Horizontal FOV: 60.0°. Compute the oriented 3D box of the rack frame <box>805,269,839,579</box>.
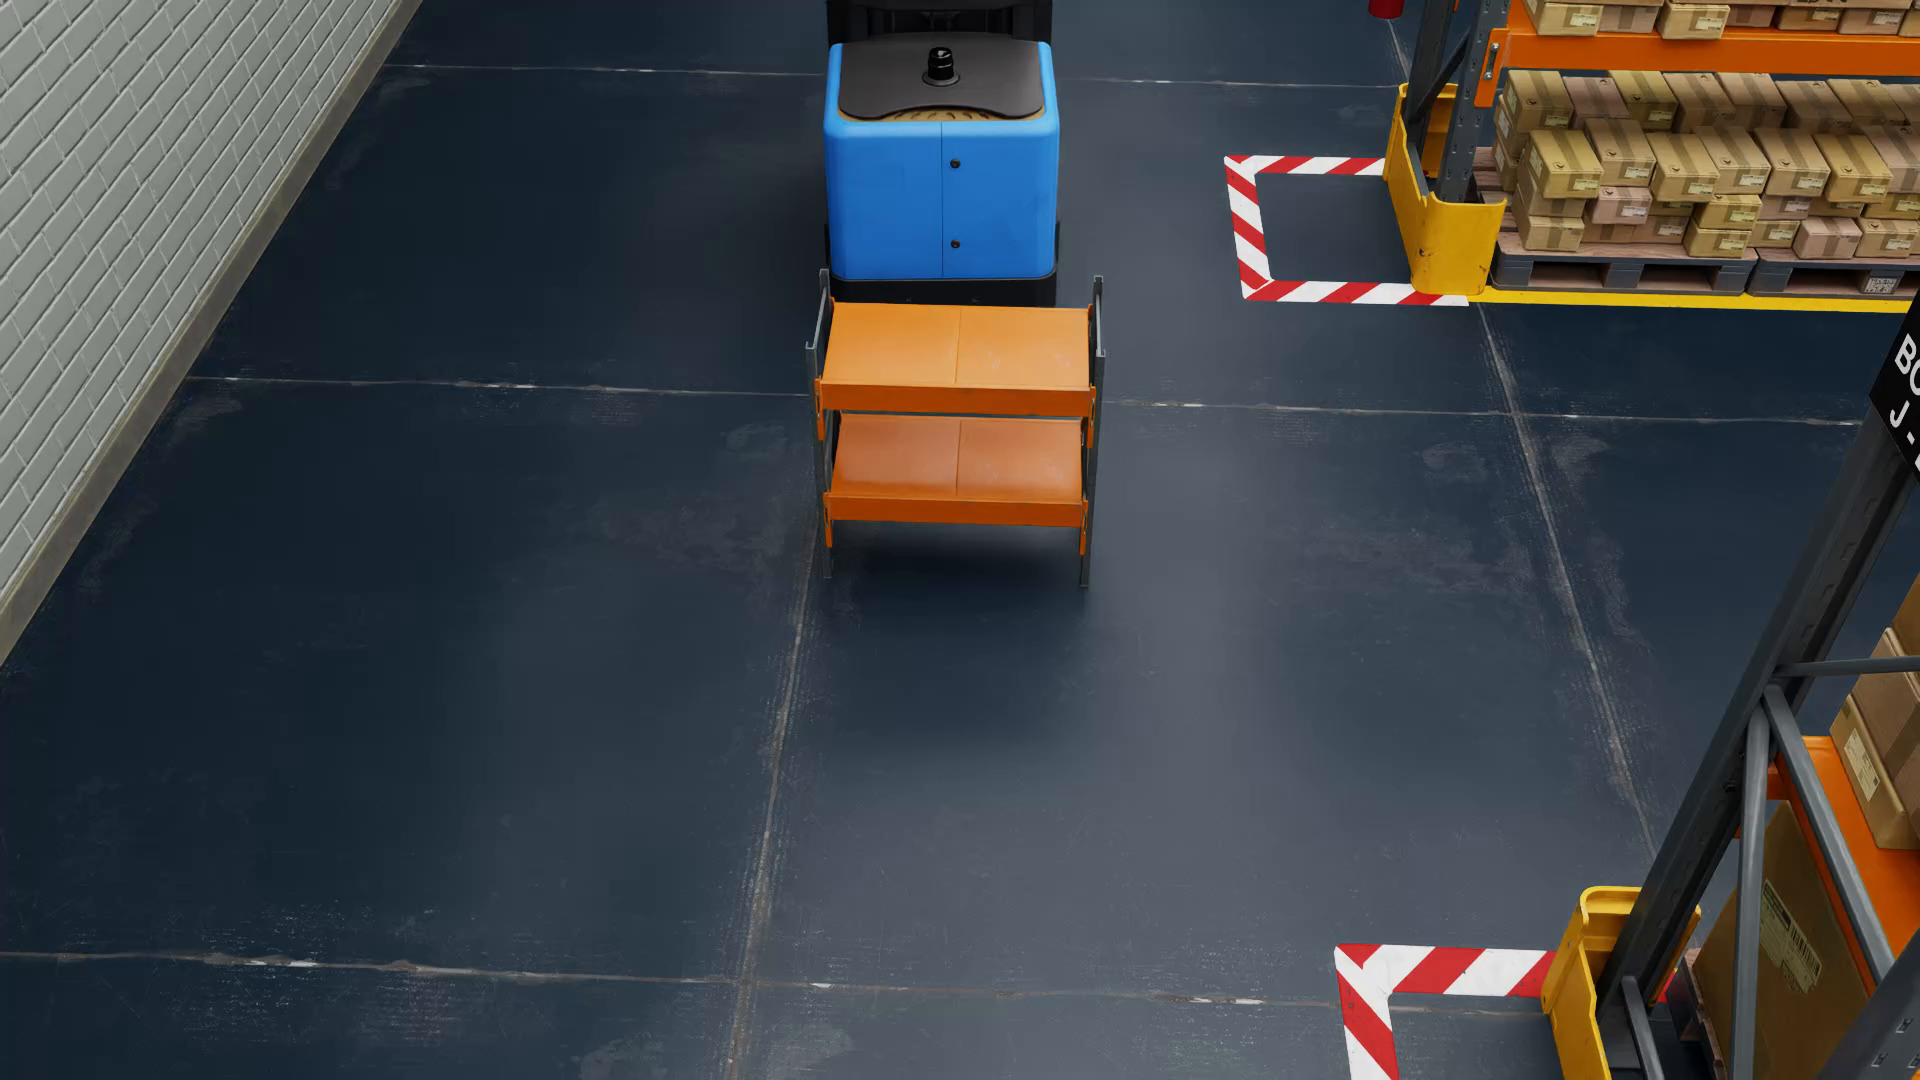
[{"bbox_3d":[-0.515,-0.427,6.384,0.032,1.125,0.500,2,43,2],"label":"rack frame"}]

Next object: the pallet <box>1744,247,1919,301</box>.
[{"bbox_3d":[4.417,-1.568,8.279,1.213,0.211,1.003,2,43,2],"label":"pallet"}]

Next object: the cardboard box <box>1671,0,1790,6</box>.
[{"bbox_3d":[3.287,-2.624,7.074,0.500,0.500,0.500,2,43,2],"label":"cardboard box"}]

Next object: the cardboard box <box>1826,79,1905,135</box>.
[{"bbox_3d":[4.416,-2.102,8.153,0.250,0.149,0.380,2,43,2],"label":"cardboard box"}]

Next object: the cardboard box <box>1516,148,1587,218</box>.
[{"bbox_3d":[2.827,-1.708,7.948,0.250,0.149,0.380,3,43,4],"label":"cardboard box"}]

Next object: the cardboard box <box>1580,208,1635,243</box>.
[{"bbox_3d":[3.089,-1.604,8.054,0.250,0.149,0.380,2,43,2],"label":"cardboard box"}]

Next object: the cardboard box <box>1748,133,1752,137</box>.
[{"bbox_3d":[3.892,-2.055,8.321,0.250,0.149,0.380,2,43,3],"label":"cardboard box"}]

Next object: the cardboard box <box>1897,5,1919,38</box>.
[{"bbox_3d":[4.185,-2.341,7.247,0.250,0.149,0.380,3,43,3],"label":"cardboard box"}]

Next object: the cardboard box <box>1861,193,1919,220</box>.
[{"bbox_3d":[4.410,-1.693,7.932,0.250,0.149,0.380,4,43,4],"label":"cardboard box"}]

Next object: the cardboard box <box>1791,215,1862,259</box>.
[{"bbox_3d":[4.092,-1.508,7.952,0.250,0.149,0.380,0,43,0],"label":"cardboard box"}]

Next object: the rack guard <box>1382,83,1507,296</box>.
[{"bbox_3d":[2.391,-1.762,8.275,0.348,0.500,1.175,2,43,2],"label":"rack guard"}]

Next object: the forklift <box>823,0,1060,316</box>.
[{"bbox_3d":[-0.103,-3.057,7.882,1.130,2.935,3.031,-1,43,-1],"label":"forklift"}]

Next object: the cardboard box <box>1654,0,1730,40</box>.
[{"bbox_3d":[3.146,-2.330,7.235,0.250,0.149,0.380,1,43,1],"label":"cardboard box"}]

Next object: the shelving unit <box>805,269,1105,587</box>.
[{"bbox_3d":[-0.007,-0.412,6.367,1.048,1.125,0.538,2,43,2],"label":"shelving unit"}]

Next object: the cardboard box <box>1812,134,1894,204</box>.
[{"bbox_3d":[4.139,-1.733,7.757,0.250,0.149,0.380,2,43,3],"label":"cardboard box"}]

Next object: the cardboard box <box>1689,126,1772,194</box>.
[{"bbox_3d":[3.602,-1.787,7.815,0.250,0.149,0.380,0,43,0],"label":"cardboard box"}]

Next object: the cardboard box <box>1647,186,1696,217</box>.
[{"bbox_3d":[3.347,-1.714,7.954,0.250,0.149,0.380,2,43,2],"label":"cardboard box"}]

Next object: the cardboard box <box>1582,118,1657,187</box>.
[{"bbox_3d":[3.104,-1.834,7.865,0.250,0.149,0.380,2,43,3],"label":"cardboard box"}]

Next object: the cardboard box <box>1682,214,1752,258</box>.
[{"bbox_3d":[3.588,-1.518,7.962,0.250,0.149,0.380,2,43,2],"label":"cardboard box"}]

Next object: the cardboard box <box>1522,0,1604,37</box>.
[{"bbox_3d":[2.624,-2.354,7.261,0.250,0.149,0.380,1,43,2],"label":"cardboard box"}]

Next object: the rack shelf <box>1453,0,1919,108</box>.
[{"bbox_3d":[4.313,-2.355,7.605,4.000,0.370,1.077,2,43,2],"label":"rack shelf"}]

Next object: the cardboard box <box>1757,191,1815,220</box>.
[{"bbox_3d":[3.867,-1.688,7.927,0.250,0.149,0.380,0,43,0],"label":"cardboard box"}]

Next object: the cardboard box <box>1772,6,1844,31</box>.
[{"bbox_3d":[3.682,-2.390,7.300,0.250,0.149,0.380,1,43,1],"label":"cardboard box"}]

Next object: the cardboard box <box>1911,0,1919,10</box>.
[{"bbox_3d":[4.285,-2.589,7.037,0.500,0.500,0.500,1,43,1],"label":"cardboard box"}]

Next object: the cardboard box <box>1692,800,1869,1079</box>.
[{"bbox_3d":[2.634,1.284,4.422,0.875,0.875,0.875,2,43,2],"label":"cardboard box"}]

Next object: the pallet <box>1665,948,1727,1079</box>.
[{"bbox_3d":[2.793,1.687,4.785,1.213,0.211,1.003,2,43,2],"label":"pallet"}]

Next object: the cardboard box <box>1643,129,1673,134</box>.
[{"bbox_3d":[3.375,-2.062,8.328,0.250,0.149,0.380,0,43,0],"label":"cardboard box"}]

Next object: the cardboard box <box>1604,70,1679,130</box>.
[{"bbox_3d":[3.368,-2.196,8.253,0.250,0.149,0.380,1,43,1],"label":"cardboard box"}]

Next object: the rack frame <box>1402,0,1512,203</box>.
[{"bbox_3d":[2.315,-2.679,7.426,0.127,3.000,1.000,2,43,2],"label":"rack frame"}]

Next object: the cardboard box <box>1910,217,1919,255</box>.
[{"bbox_3d":[4.613,-1.533,7.978,0.250,0.149,0.380,3,43,3],"label":"cardboard box"}]

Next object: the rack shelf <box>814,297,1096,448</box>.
[{"bbox_3d":[-0.007,-0.626,6.167,1.000,0.278,0.538,2,43,2],"label":"rack shelf"}]

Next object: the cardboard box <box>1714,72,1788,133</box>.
[{"bbox_3d":[3.895,-2.174,8.230,0.250,0.149,0.380,3,43,3],"label":"cardboard box"}]

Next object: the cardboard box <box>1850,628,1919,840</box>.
[{"bbox_3d":[2.487,0.475,3.931,0.500,0.250,0.500,1,43,1],"label":"cardboard box"}]

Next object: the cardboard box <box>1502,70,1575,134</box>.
[{"bbox_3d":[2.855,-2.164,8.219,0.250,0.149,0.380,2,43,2],"label":"cardboard box"}]
